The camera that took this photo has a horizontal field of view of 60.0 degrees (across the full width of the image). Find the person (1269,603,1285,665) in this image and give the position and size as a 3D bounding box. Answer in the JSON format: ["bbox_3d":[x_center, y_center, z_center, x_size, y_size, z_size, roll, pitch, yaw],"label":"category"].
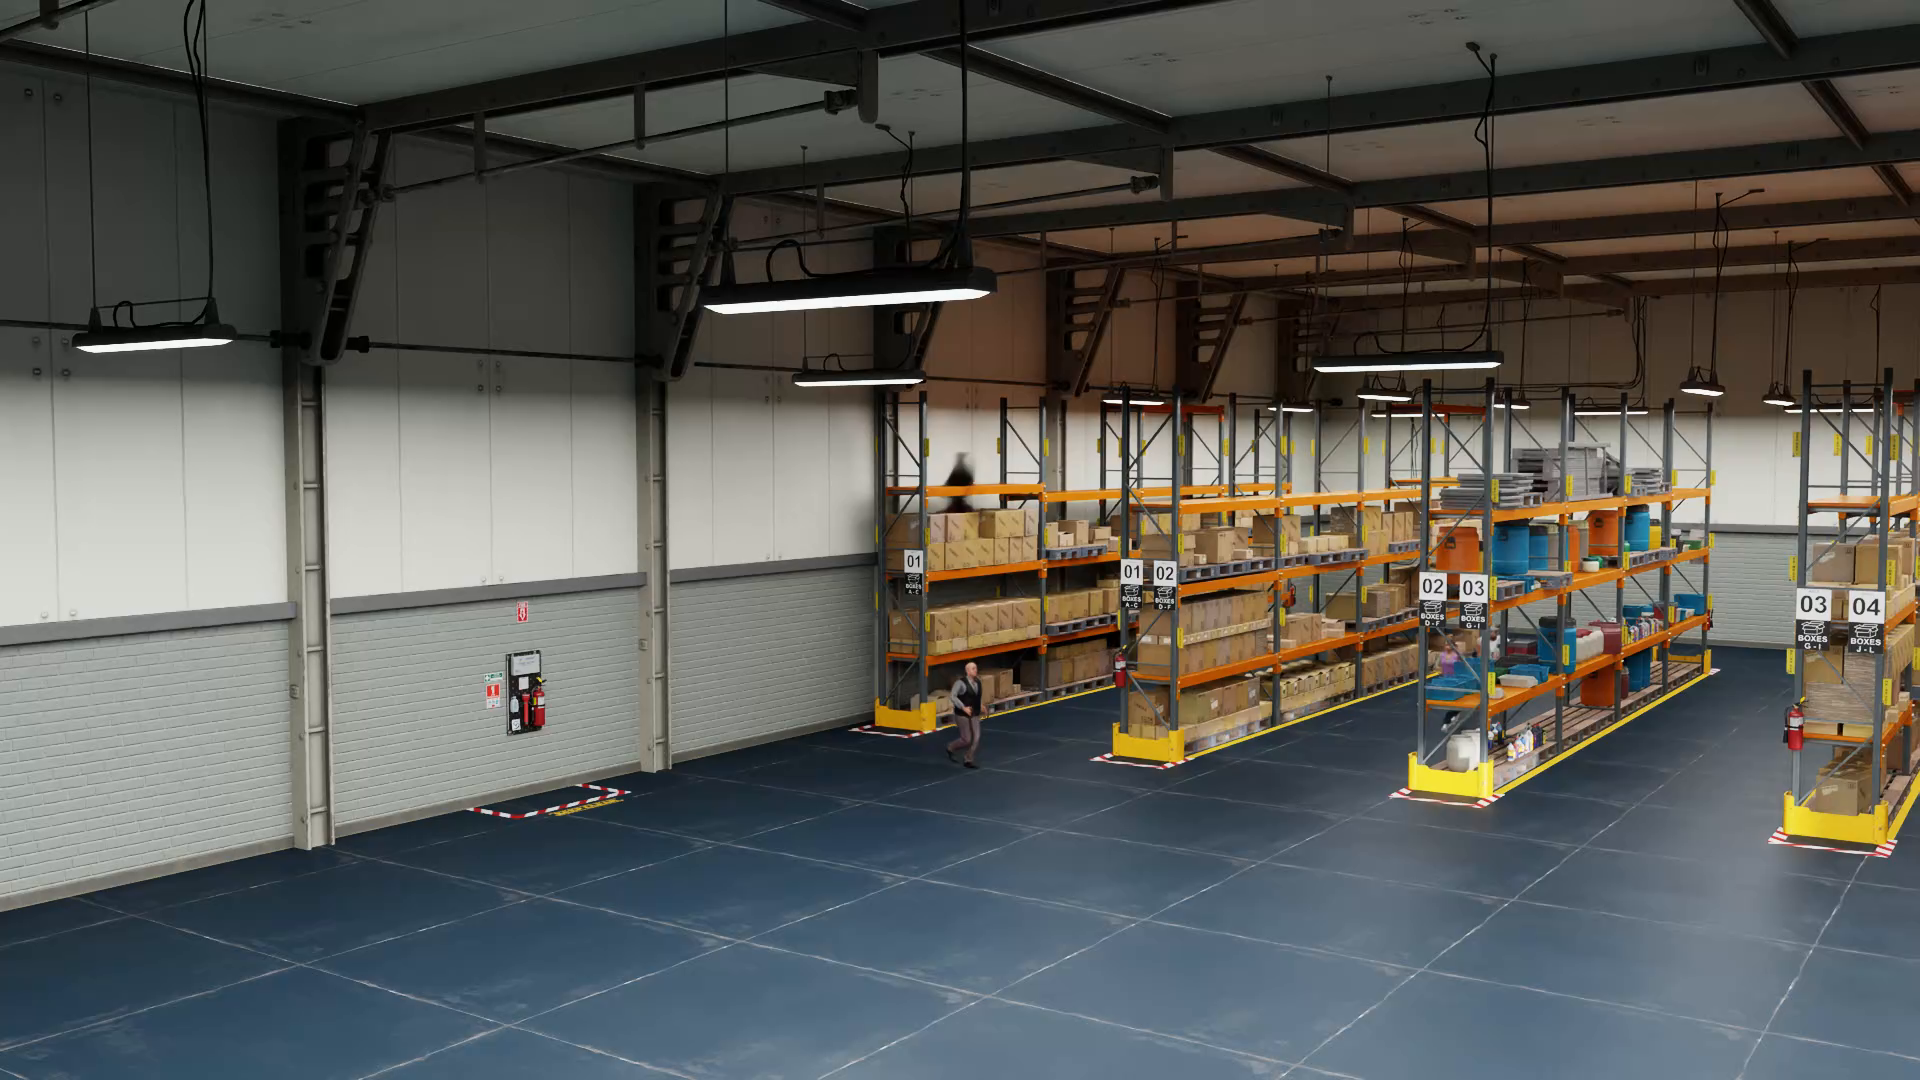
[{"bbox_3d":[6.802,2.190,35.449,0.580,1.745,0.816,3,4,40],"label":"person"}]

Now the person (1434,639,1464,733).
[{"bbox_3d":[8.698,2.551,29.455,0.531,1.621,0.823,3,4,41],"label":"person"}]

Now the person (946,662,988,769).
[{"bbox_3d":[0.077,2.734,26.050,0.660,1.670,0.677,-3,4,-41],"label":"person"}]

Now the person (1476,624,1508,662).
[{"bbox_3d":[10.104,2.412,31.538,0.638,1.695,0.737,1,3,18],"label":"person"}]
